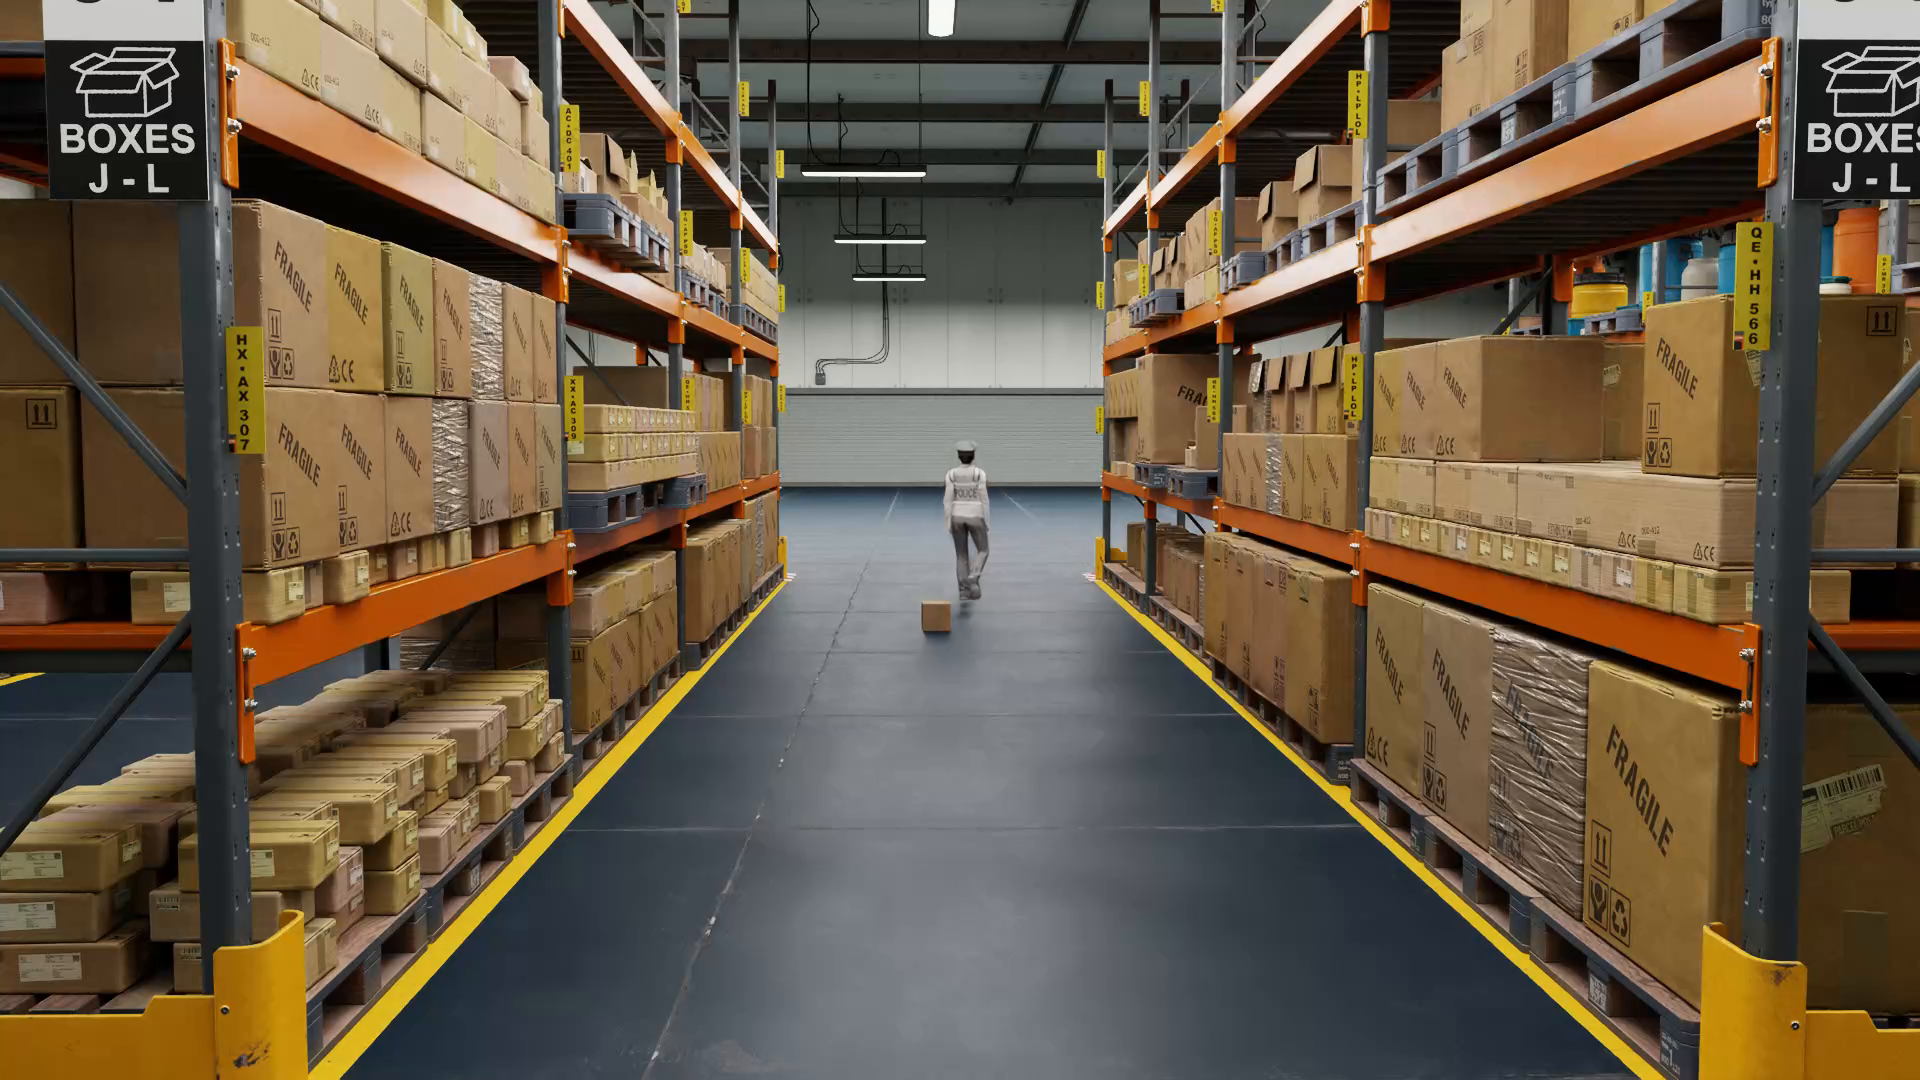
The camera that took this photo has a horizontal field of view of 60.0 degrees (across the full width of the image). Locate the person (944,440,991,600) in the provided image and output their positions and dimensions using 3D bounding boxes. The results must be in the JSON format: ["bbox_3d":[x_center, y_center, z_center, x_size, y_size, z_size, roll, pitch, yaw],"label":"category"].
[{"bbox_3d":[0.075,-0.203,17.372,0.499,1.682,0.468,1,4,11],"label":"person"}]
